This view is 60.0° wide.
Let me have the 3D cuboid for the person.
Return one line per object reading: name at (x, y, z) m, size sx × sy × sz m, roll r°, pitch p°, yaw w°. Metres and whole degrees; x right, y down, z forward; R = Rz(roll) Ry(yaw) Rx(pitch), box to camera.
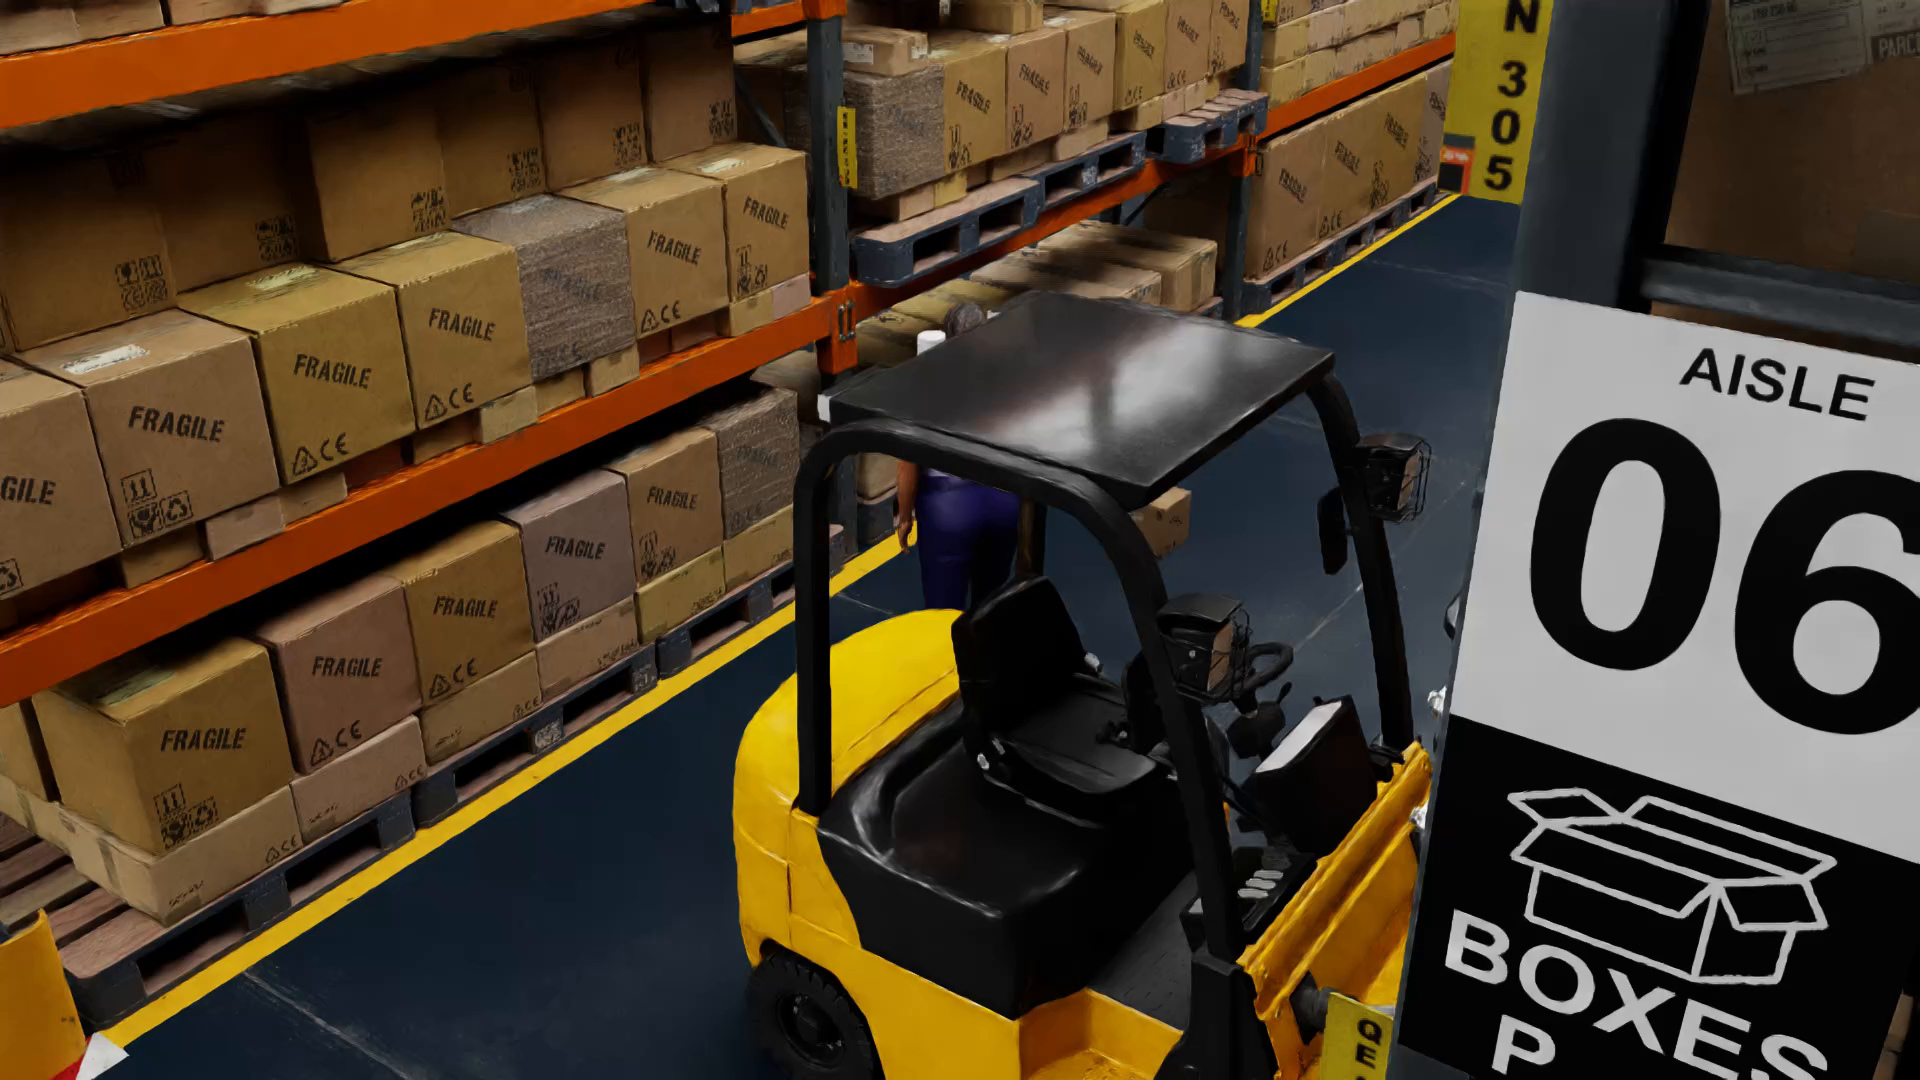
person at (0.004, -0.124, 6.331) m, size 0.583 × 1.646 × 0.544 m, roll -14°, pitch 30°, yaw -25°
